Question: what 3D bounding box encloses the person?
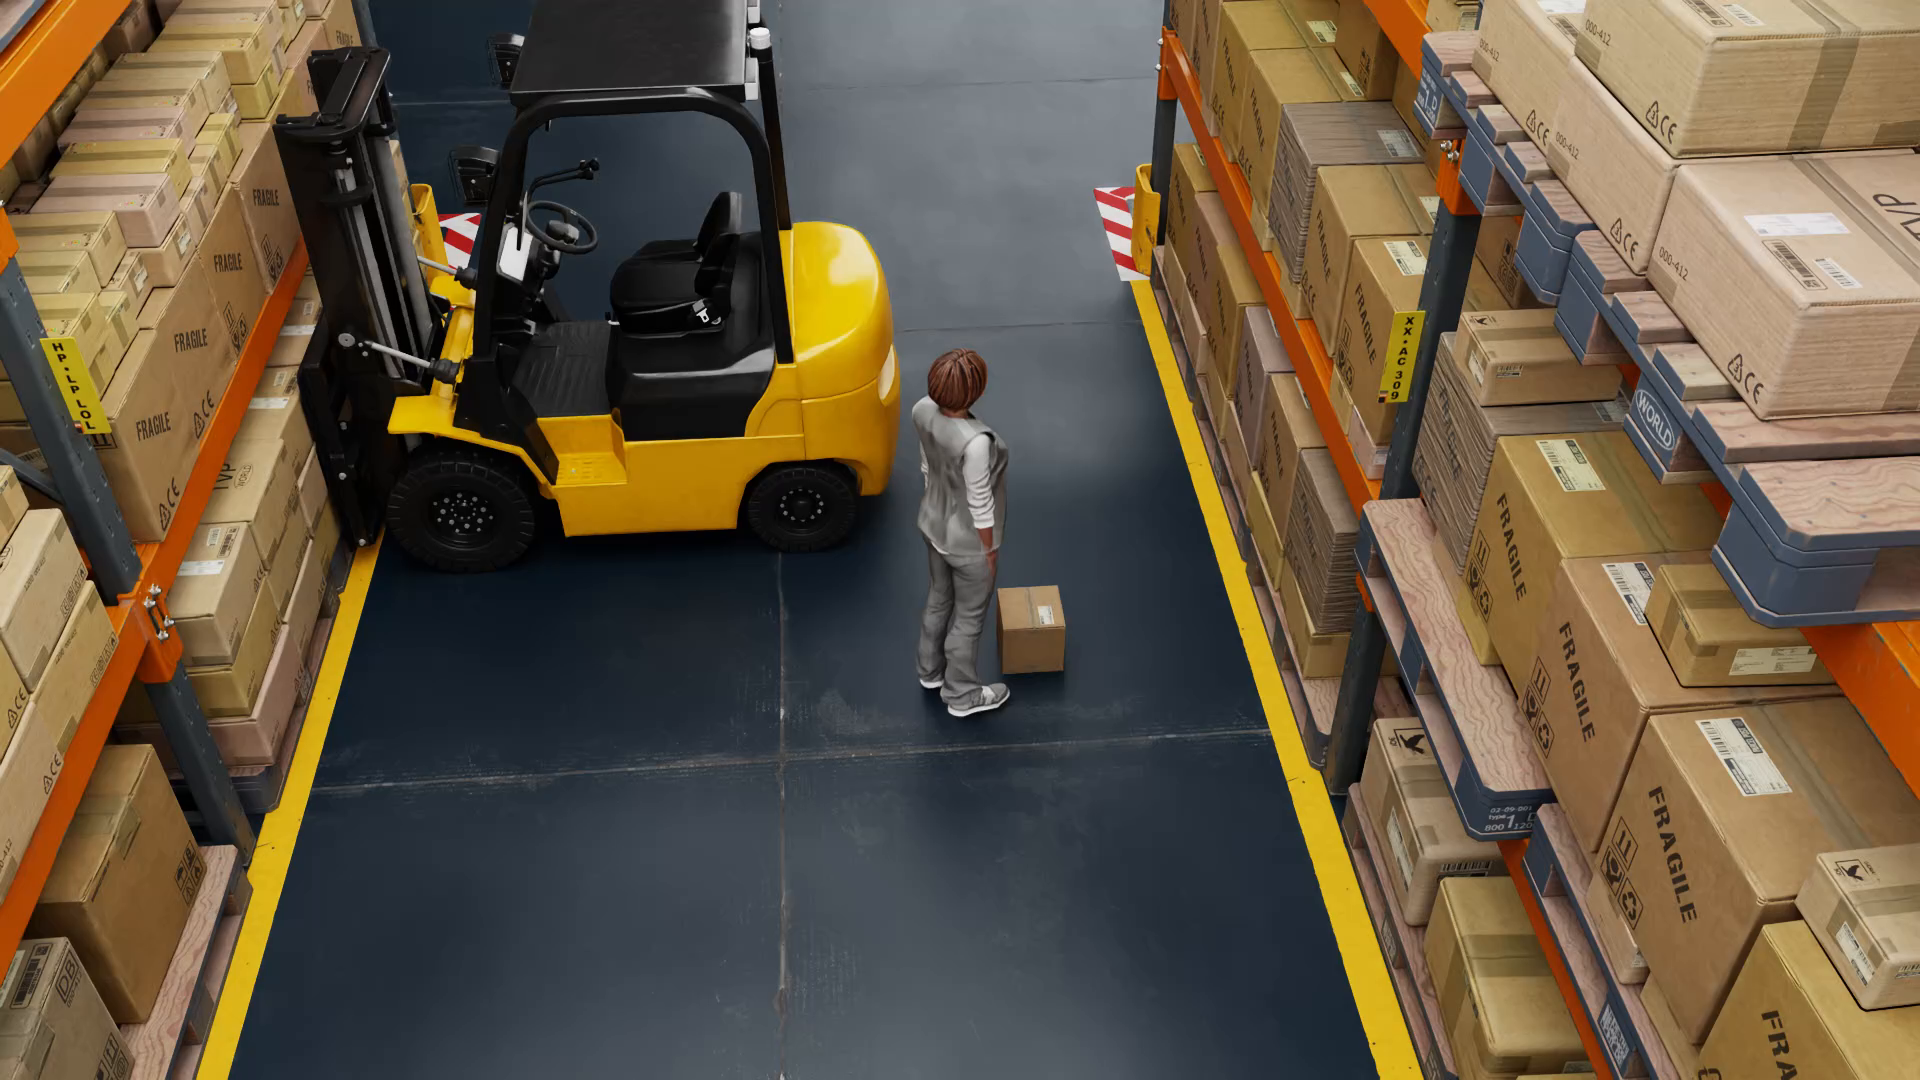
[{"bbox_3d":[-0.003,-0.031,6.191,0.317,1.601,0.404,-23,45,-25],"label":"person"}]
